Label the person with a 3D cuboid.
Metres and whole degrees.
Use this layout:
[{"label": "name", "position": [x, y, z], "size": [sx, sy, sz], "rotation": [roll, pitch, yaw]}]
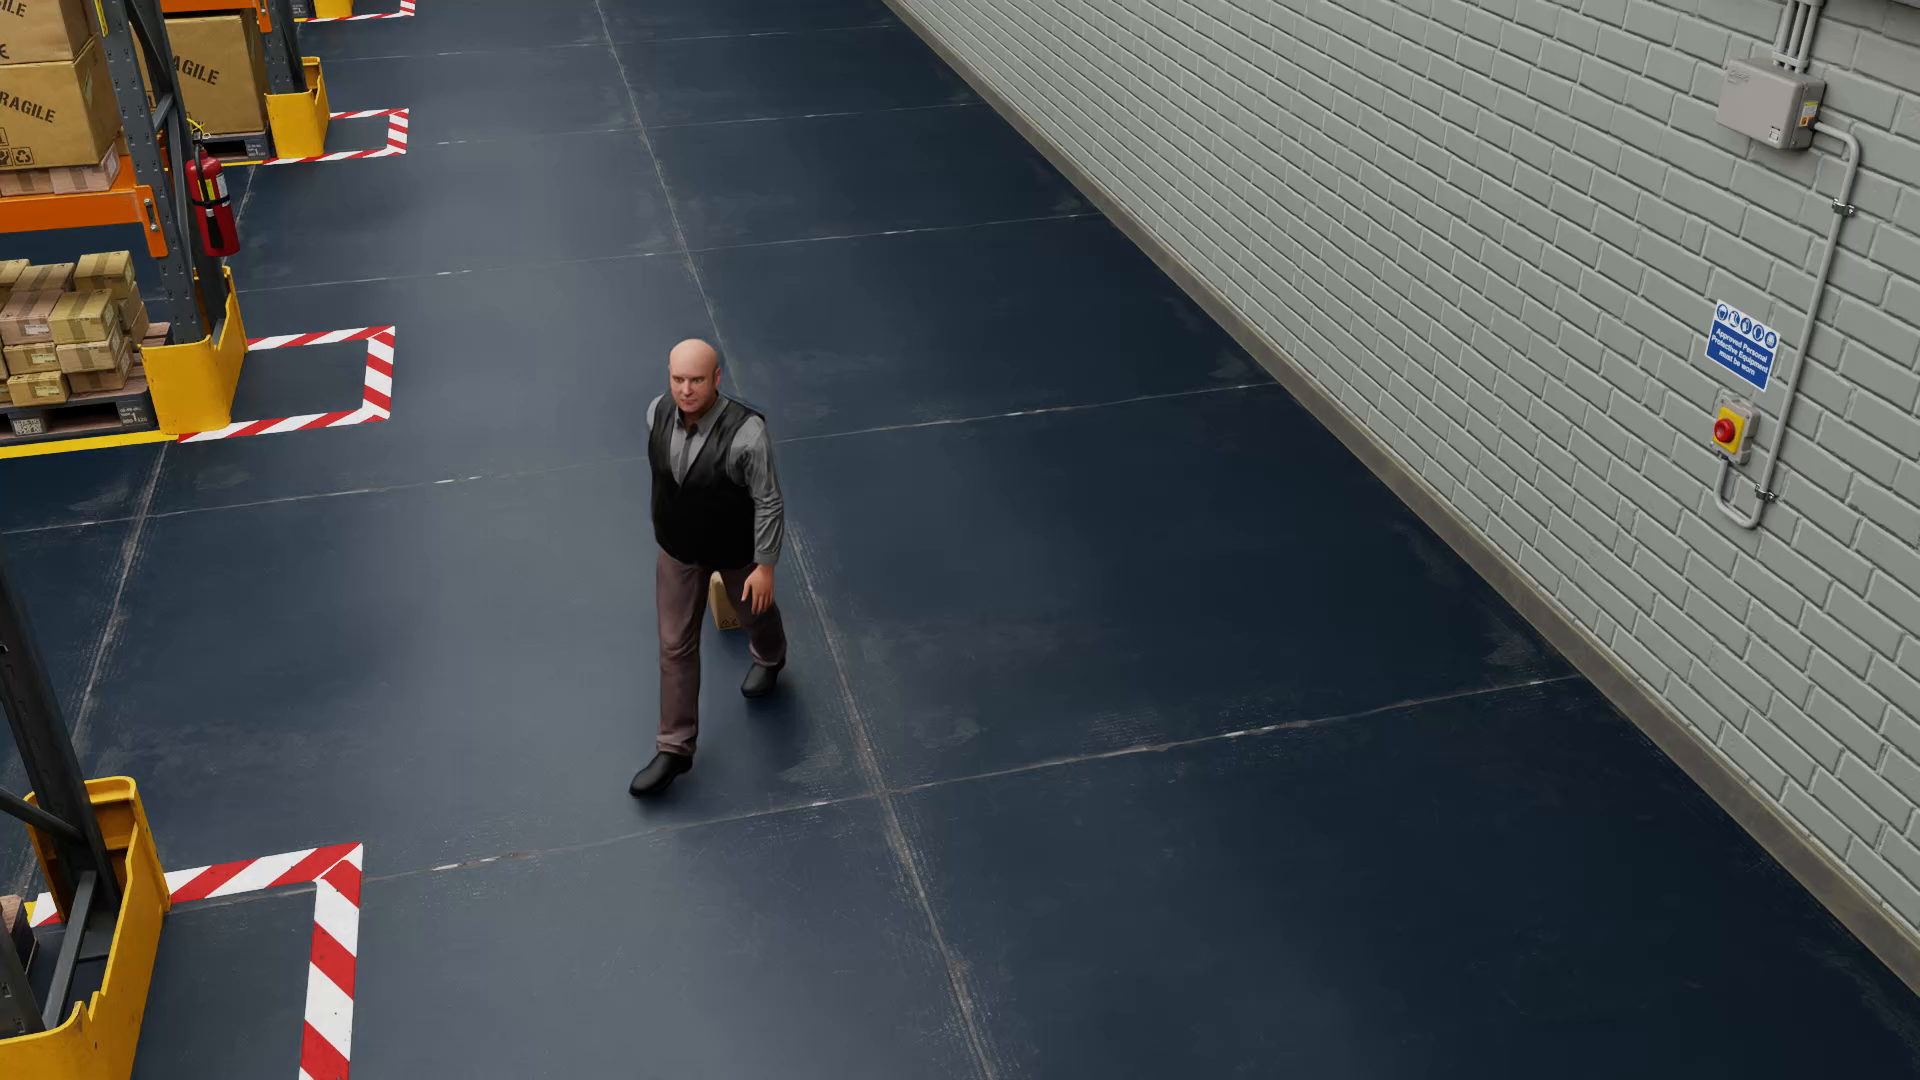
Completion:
[{"label": "person", "position": [-0.885, 0.029, 6.081], "size": [0.565, 1.662, 1.007], "rotation": [8, 31, 13]}]
